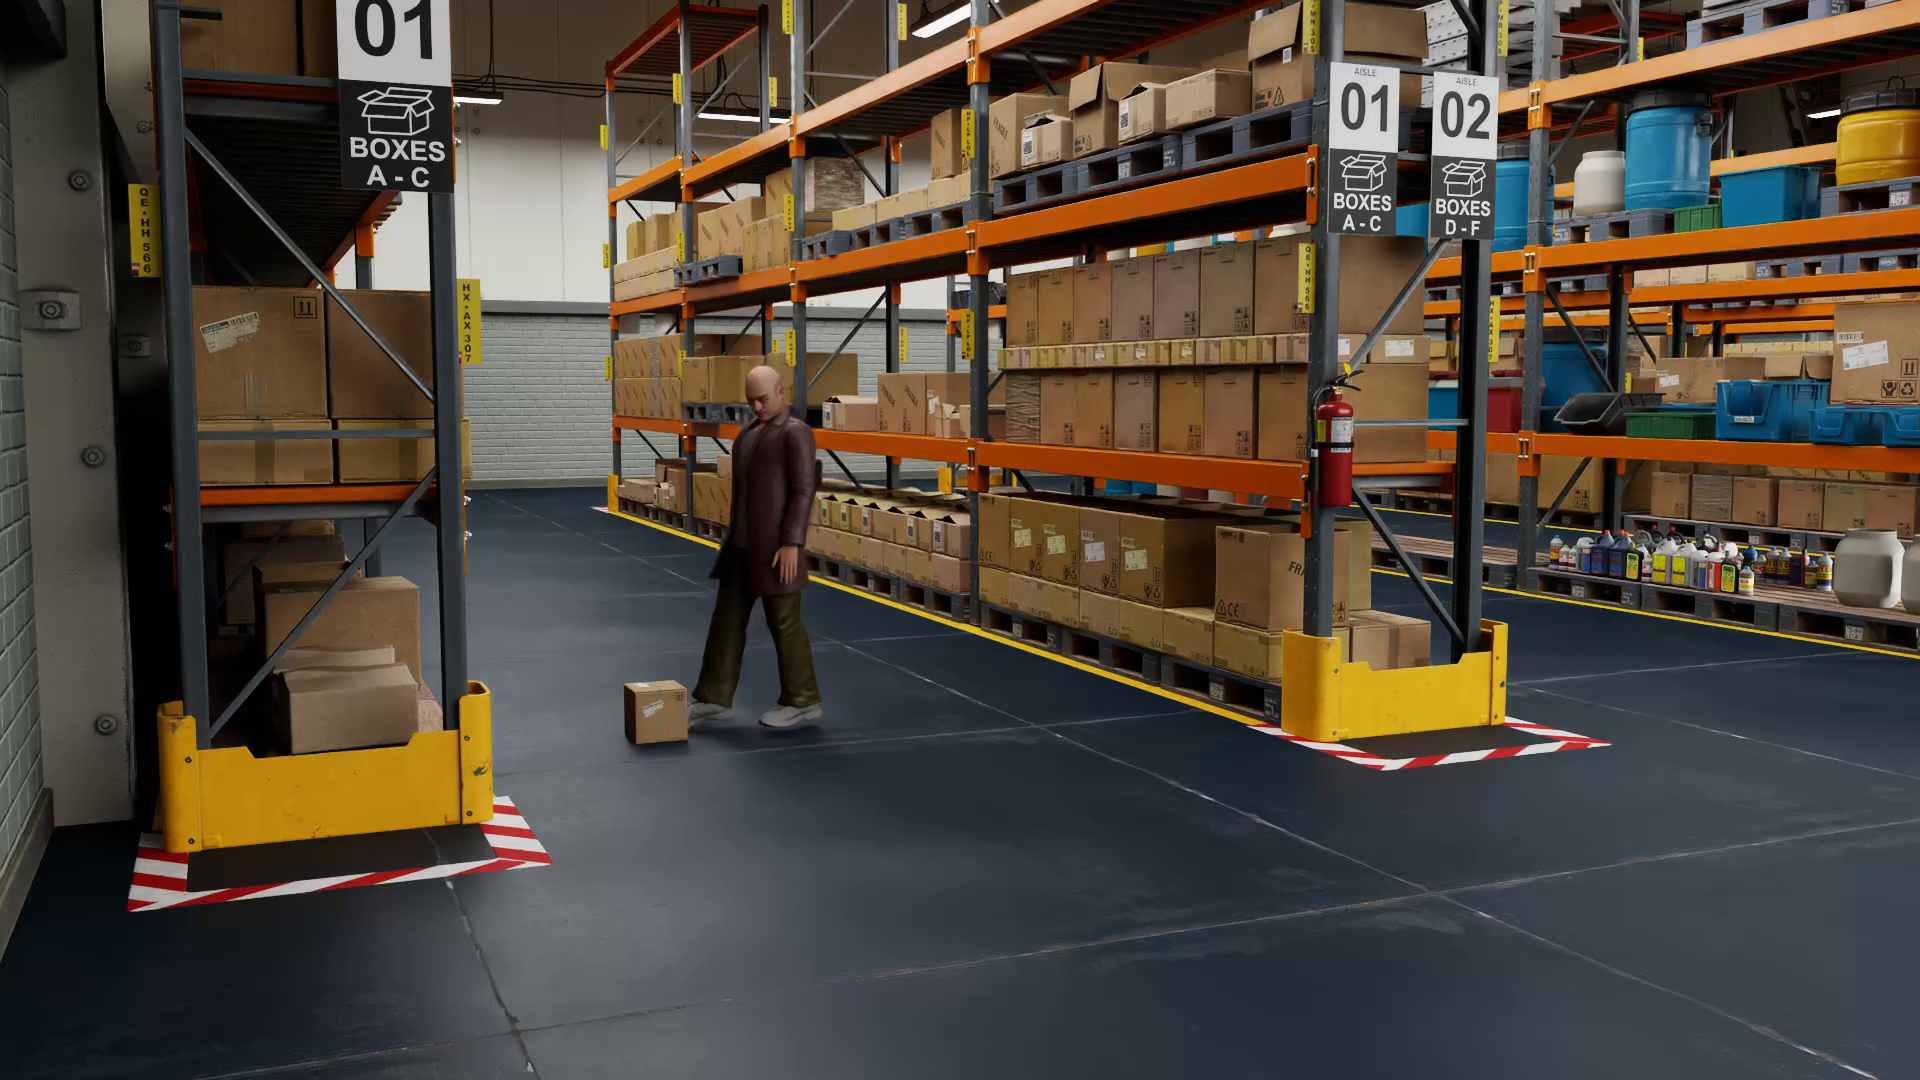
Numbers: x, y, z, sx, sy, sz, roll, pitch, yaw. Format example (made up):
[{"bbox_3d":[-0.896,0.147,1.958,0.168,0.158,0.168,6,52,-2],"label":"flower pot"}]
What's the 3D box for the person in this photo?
[{"bbox_3d":[-1.033,0.037,8.093,0.739,1.764,0.631,-4,7,-39],"label":"person"}]
